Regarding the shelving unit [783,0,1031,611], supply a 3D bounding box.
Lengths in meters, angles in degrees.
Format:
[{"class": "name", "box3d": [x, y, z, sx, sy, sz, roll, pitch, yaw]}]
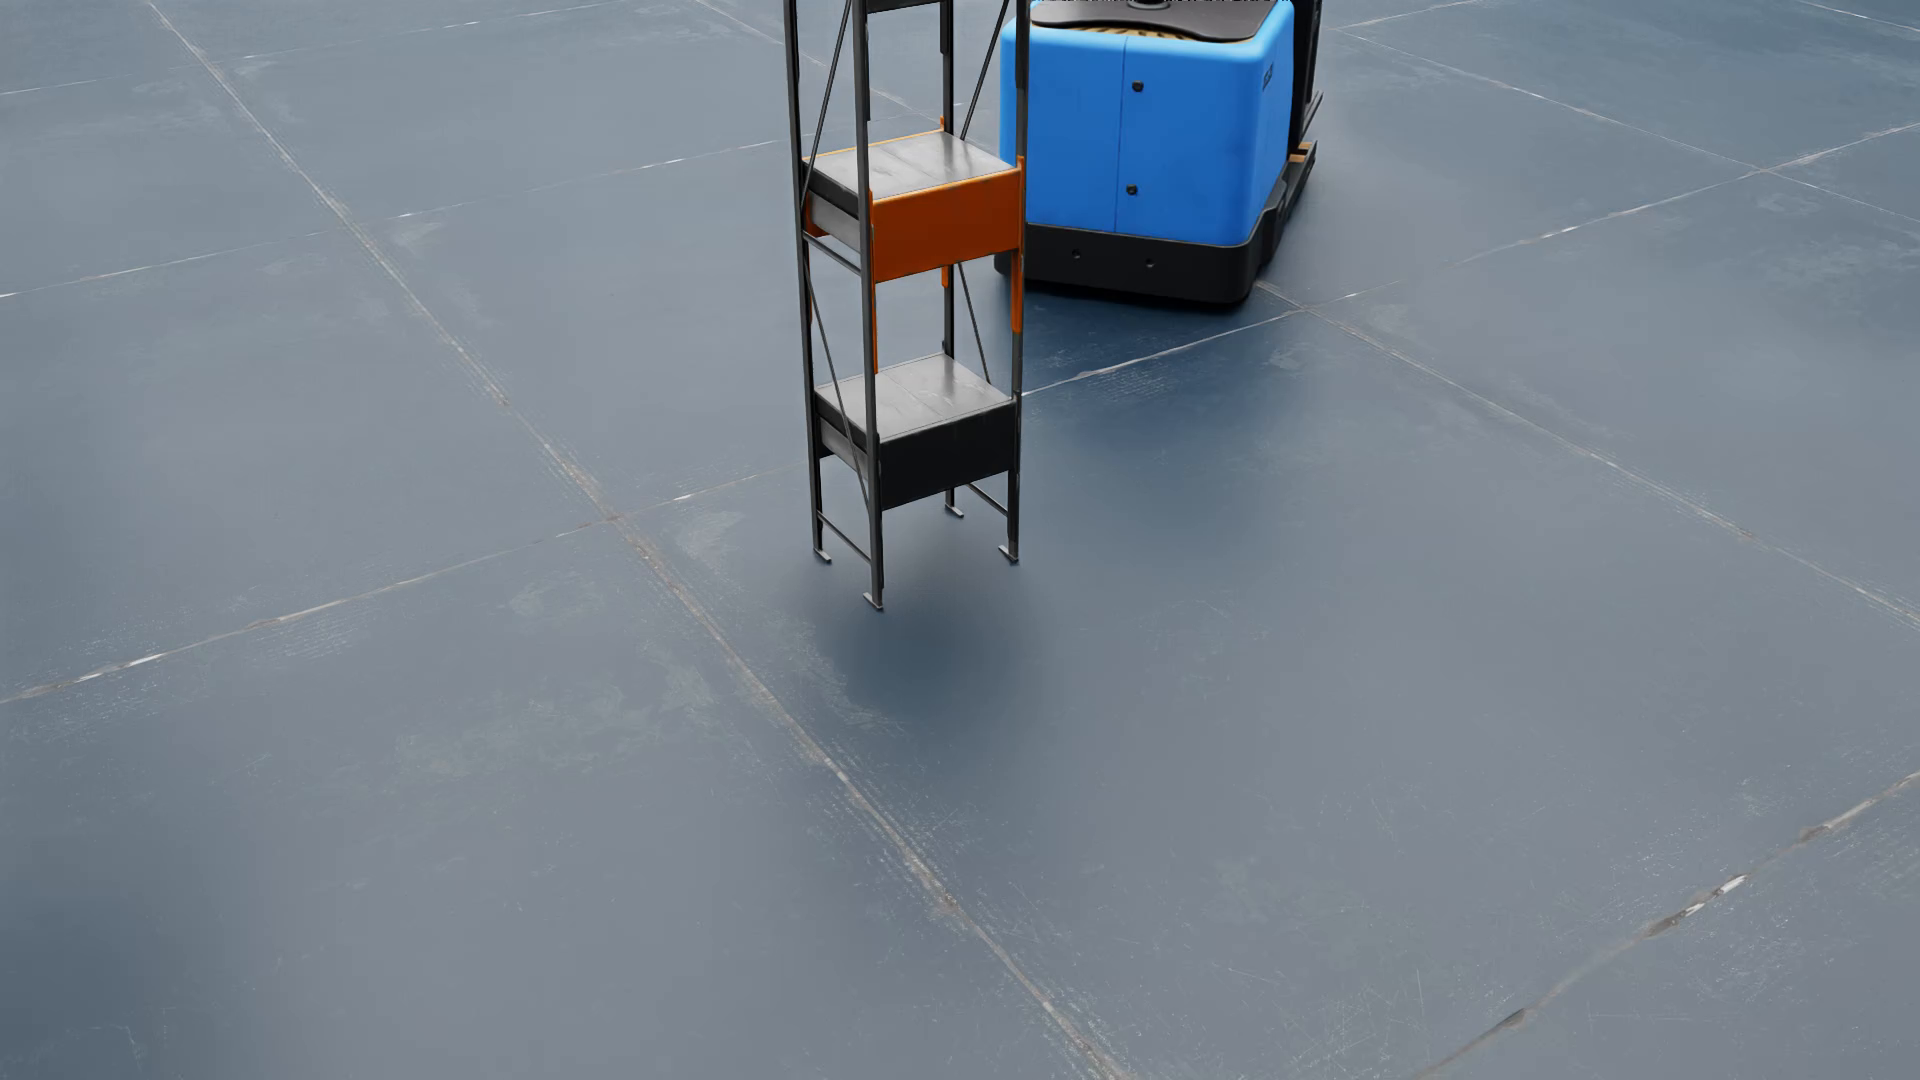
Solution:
[{"class": "shelving unit", "box3d": [-0.139, -0.840, 4.614, 0.503, 2.100, 0.431, -19, 37, -27]}]

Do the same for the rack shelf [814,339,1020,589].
[{"class": "rack shelf", "box3d": [-0.139, -0.237, 4.995, 0.480, 0.518, 0.431, -19, 37, -27]}]

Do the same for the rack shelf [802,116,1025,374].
[{"class": "rack shelf", "box3d": [-0.139, -0.829, 4.621, 0.480, 0.518, 0.431, -19, 37, -27]}]

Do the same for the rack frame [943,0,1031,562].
[{"class": "rack frame", "box3d": [0.066, -0.911, 4.726, 0.015, 2.100, 0.400, -19, 37, -27]}]

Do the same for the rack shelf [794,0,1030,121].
[{"class": "rack shelf", "box3d": [-0.139, -1.421, 4.248, 0.480, 0.518, 0.431, -19, 37, -27]}]

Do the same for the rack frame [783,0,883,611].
[{"class": "rack frame", "box3d": [-0.344, -0.770, 4.502, 0.015, 2.100, 0.400, -19, 37, -27]}]

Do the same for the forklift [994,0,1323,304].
[{"class": "forklift", "box3d": [1.088, -2.957, 7.190, 1.130, 2.935, 3.031, 10, 34, 15]}]
